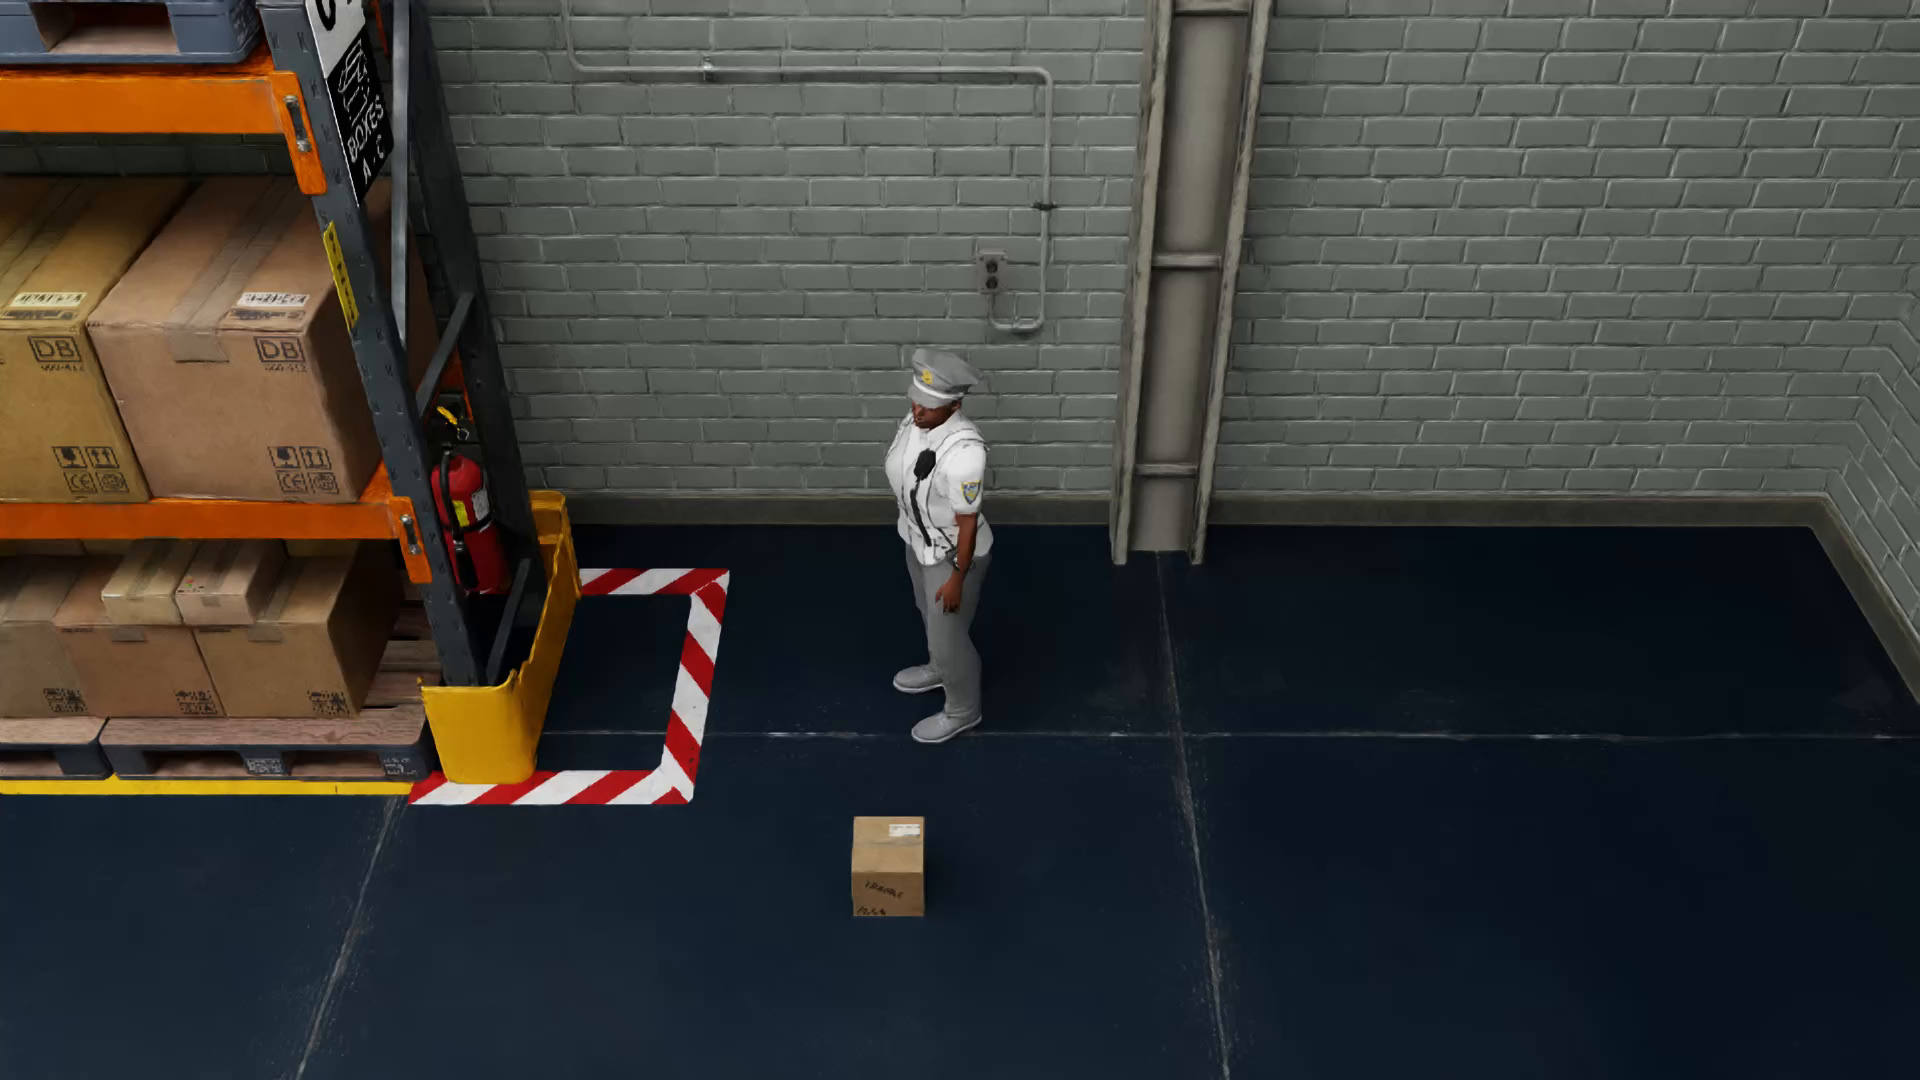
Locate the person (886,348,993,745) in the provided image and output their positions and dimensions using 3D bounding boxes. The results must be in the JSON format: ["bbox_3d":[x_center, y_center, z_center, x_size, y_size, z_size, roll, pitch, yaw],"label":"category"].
[{"bbox_3d":[-5.285,3.259,2.097,14.169,1.822,5.272,-17,43,-19],"label":"person"}]
